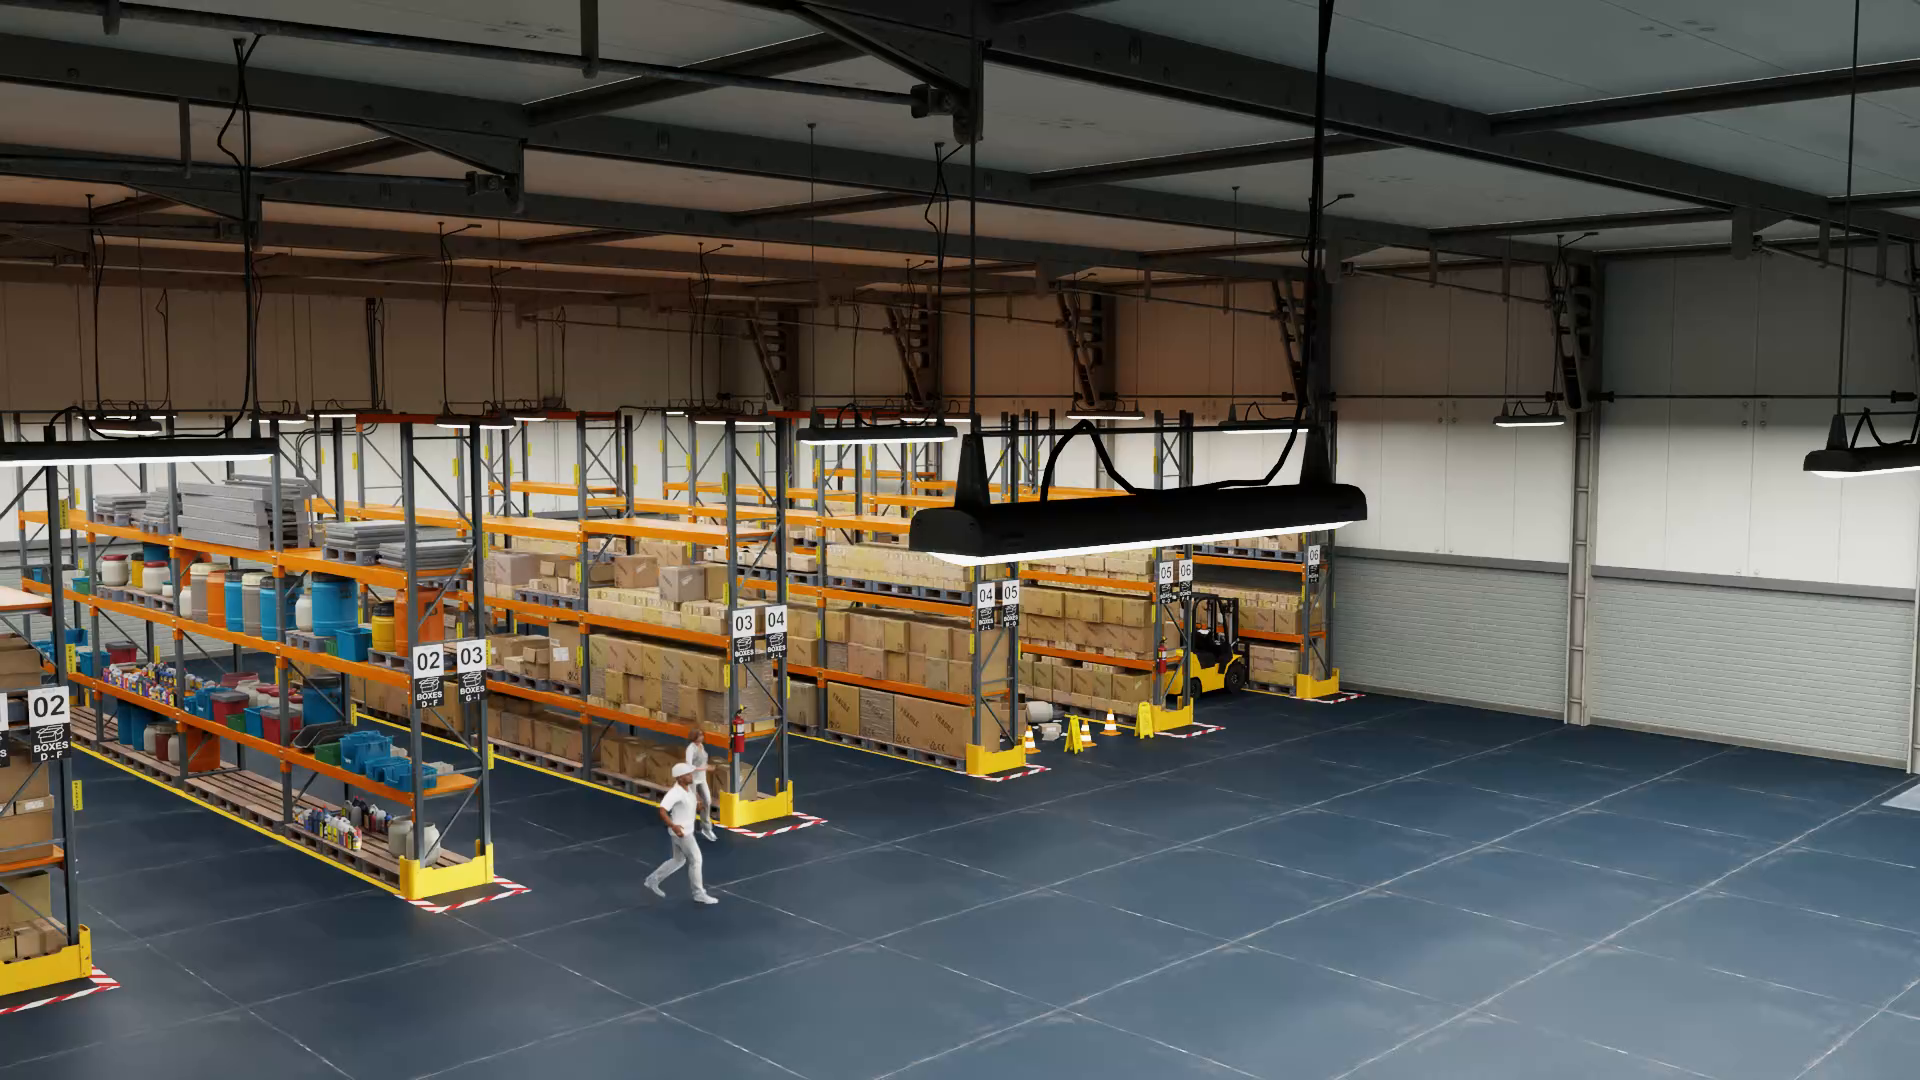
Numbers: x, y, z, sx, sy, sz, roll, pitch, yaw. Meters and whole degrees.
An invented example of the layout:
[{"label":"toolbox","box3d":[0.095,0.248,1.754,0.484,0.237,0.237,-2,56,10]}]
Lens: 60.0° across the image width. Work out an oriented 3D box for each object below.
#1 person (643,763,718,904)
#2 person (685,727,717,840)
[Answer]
[{"label":"person","box3d":[-3.490,3.649,20.718,0.914,1.779,0.666,-1,5,-7]},{"label":"person","box3d":[-3.798,3.479,23.720,0.721,1.654,0.559,2,5,20]}]
